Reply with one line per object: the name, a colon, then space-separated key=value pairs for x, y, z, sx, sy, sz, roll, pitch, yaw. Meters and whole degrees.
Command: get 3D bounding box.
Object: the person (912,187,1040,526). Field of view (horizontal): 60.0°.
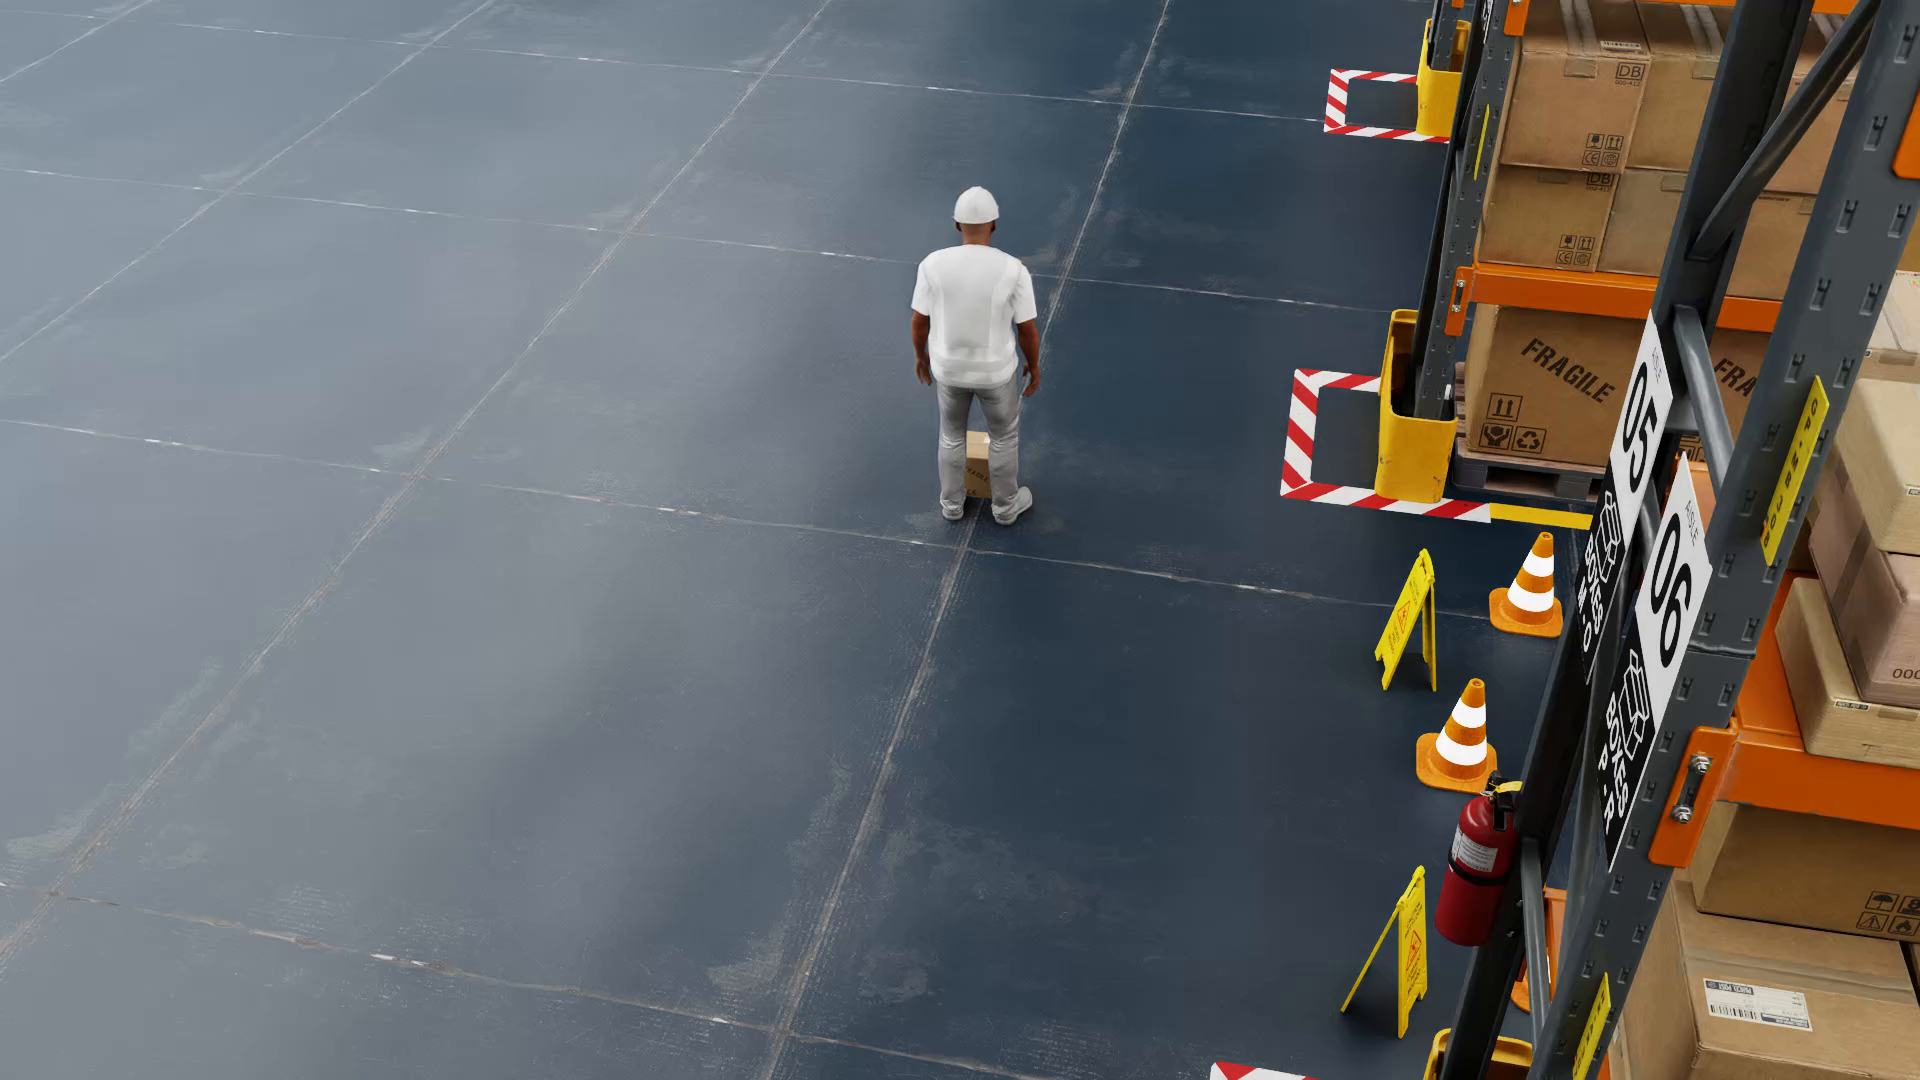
person: x=0.083 y=-0.871 z=8.132 sx=0.627 sy=1.761 sz=0.460 roll=7 pitch=37 yaw=10
